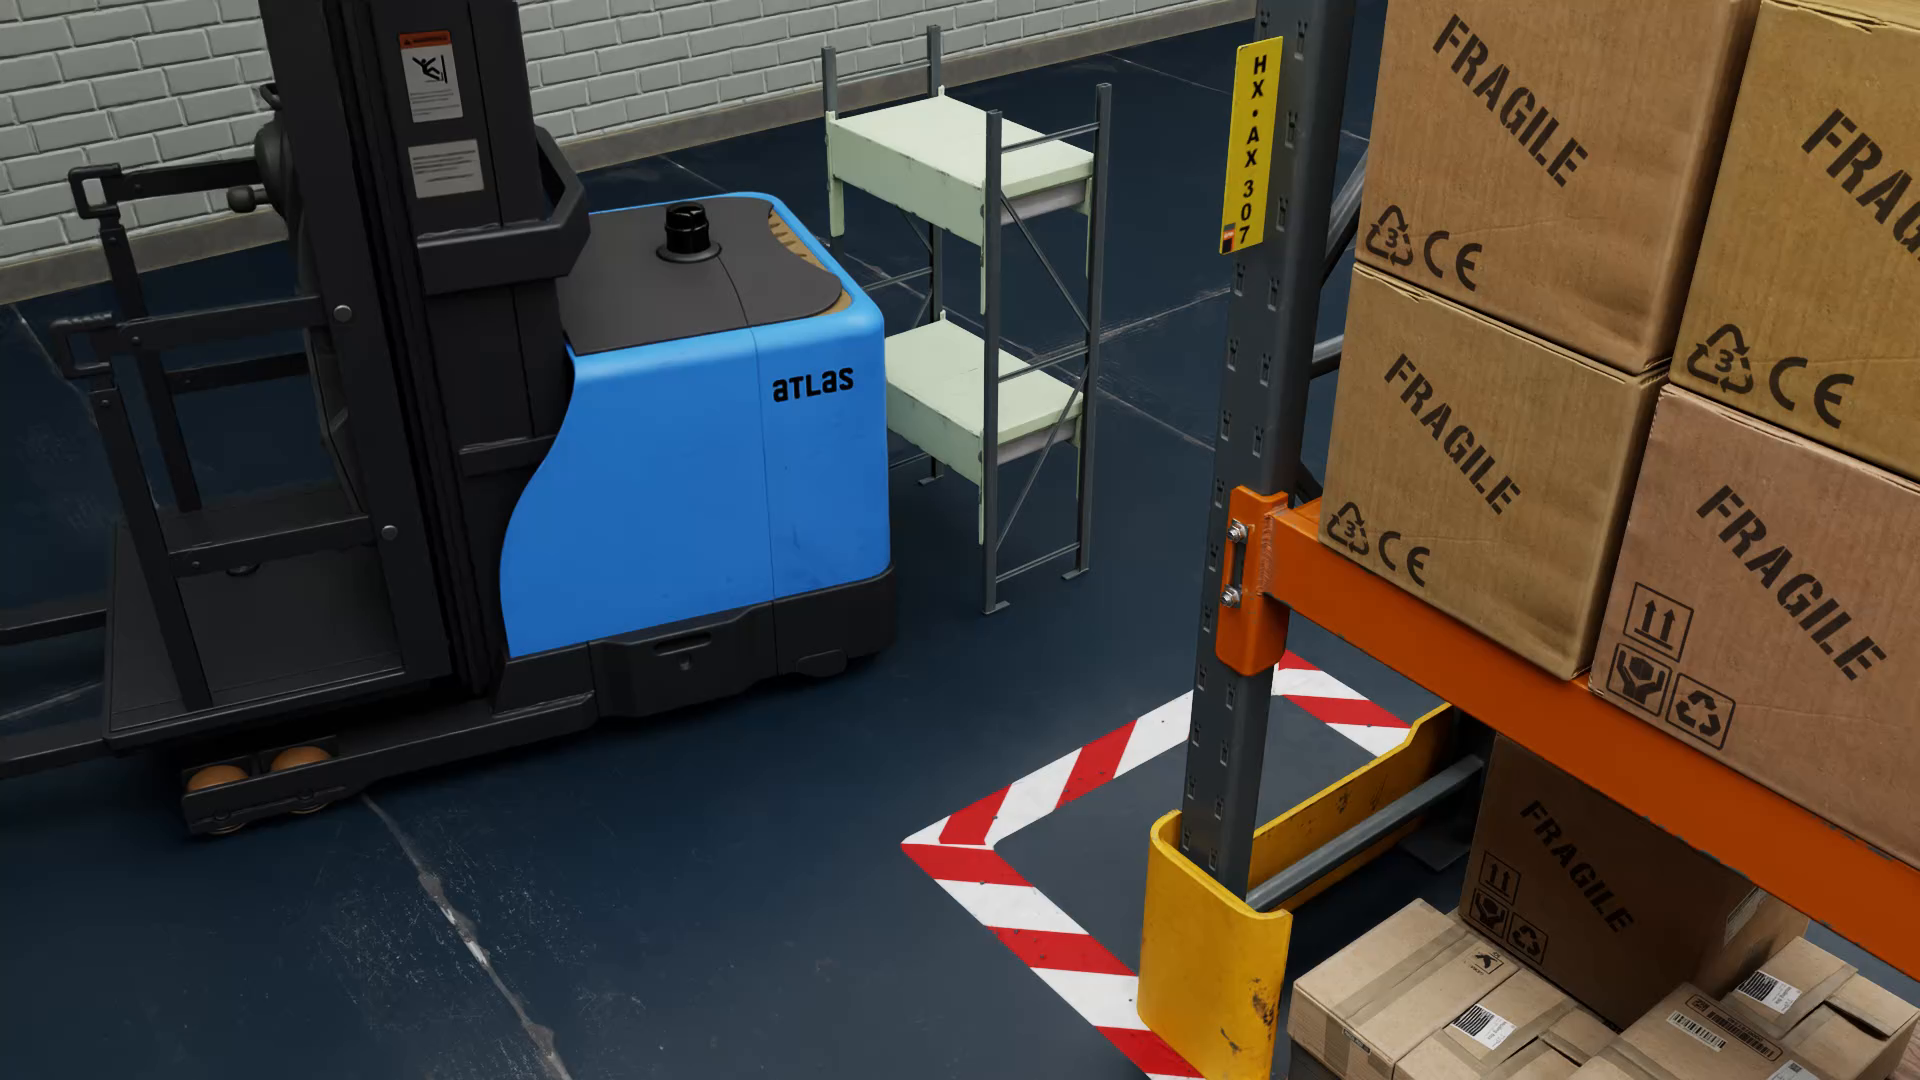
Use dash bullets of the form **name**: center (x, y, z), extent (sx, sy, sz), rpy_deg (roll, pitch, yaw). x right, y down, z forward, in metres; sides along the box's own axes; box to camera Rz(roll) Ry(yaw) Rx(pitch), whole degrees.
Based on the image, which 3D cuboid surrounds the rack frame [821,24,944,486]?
- **rack frame**: center (-0.220, -0.787, 5.095), extent (0.400, 1.500, 0.023), rpy_deg (-22, 38, -31)

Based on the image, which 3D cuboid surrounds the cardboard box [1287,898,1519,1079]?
- **cardboard box**: center (0.863, 0.899, 3.244), extent (0.380, 0.149, 0.250), rpy_deg (-22, 38, -31)

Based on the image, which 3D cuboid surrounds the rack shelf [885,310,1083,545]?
- **rack shelf**: center (0.004, -0.357, 5.022), extent (0.431, 0.370, 0.720), rpy_deg (-22, 38, -31)

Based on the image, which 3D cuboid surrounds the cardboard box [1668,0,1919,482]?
- **cardboard box**: center (1.268, -0.392, 1.996), extent (0.500, 0.500, 0.500), rpy_deg (-22, 38, -31)

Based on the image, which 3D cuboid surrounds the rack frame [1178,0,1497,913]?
- **rack frame**: center (0.878, -0.411, 3.068), extent (1.000, 3.000, 0.127), rpy_deg (-22, 38, -31)

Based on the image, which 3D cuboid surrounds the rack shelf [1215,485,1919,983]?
- **rack shelf**: center (2.104, 0.728, 1.916), extent (1.077, 0.370, 4.000), rpy_deg (-22, 38, -31)

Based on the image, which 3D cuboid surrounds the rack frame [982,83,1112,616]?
- **rack frame**: center (0.229, -0.482, 4.604), extent (0.400, 1.500, 0.023), rpy_deg (-22, 38, -31)

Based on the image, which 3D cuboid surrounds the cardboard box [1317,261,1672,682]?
- **cardboard box**: center (0.941, -0.183, 2.607), extent (0.500, 0.500, 0.500), rpy_deg (-21, 38, -30)

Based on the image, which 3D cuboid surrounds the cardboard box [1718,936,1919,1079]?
- **cardboard box**: center (1.583, 0.951, 3.145), extent (0.380, 0.166, 0.250), rpy_deg (-22, 38, -31)

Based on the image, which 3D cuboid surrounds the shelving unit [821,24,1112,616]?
- **shelving unit**: center (0.004, -0.634, 4.850), extent (0.431, 1.500, 0.755), rpy_deg (-22, 38, -31)

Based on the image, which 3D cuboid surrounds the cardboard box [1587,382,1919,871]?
- **cardboard box**: center (1.262, 0.030, 2.263), extent (0.500, 0.500, 0.500), rpy_deg (-23, 38, -32)

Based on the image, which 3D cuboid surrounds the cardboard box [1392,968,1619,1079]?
- **cardboard box**: center (1.016, 0.996, 3.072), extent (0.380, 0.166, 0.250), rpy_deg (-22, 38, -31)

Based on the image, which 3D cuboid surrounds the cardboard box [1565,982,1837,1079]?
- **cardboard box**: center (1.294, 1.097, 2.829), extent (0.500, 0.250, 0.500), rpy_deg (-22, 38, -31)

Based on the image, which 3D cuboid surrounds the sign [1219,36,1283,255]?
- **sign**: center (0.449, -0.603, 2.557), extent (0.100, 0.325, 0.005), rpy_deg (-22, 38, -31)

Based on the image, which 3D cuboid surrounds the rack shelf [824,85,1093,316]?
- **rack shelf**: center (0.004, -0.966, 4.644), extent (0.431, 0.370, 0.720), rpy_deg (-22, 38, -31)

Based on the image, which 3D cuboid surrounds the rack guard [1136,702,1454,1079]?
- **rack guard**: center (0.924, 0.683, 3.677), extent (1.175, 0.500, 0.348), rpy_deg (-22, 38, -31)

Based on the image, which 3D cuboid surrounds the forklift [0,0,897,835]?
- **forklift**: center (-1.744, -0.840, 3.825), extent (3.031, 2.935, 1.130), rpy_deg (-12, 34, -19)

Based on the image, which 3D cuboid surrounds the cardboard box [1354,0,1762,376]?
- **cardboard box**: center (0.941, -0.608, 2.343), extent (0.500, 0.500, 0.500), rpy_deg (-21, 38, -30)

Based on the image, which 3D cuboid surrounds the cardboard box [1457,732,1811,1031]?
- **cardboard box**: center (1.406, 0.611, 3.375), extent (0.500, 0.500, 0.500), rpy_deg (-22, 38, -31)

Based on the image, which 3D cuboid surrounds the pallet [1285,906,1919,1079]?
- **pallet**: center (1.414, 1.138, 3.219), extent (1.003, 0.211, 1.213), rpy_deg (-22, 38, -31)
